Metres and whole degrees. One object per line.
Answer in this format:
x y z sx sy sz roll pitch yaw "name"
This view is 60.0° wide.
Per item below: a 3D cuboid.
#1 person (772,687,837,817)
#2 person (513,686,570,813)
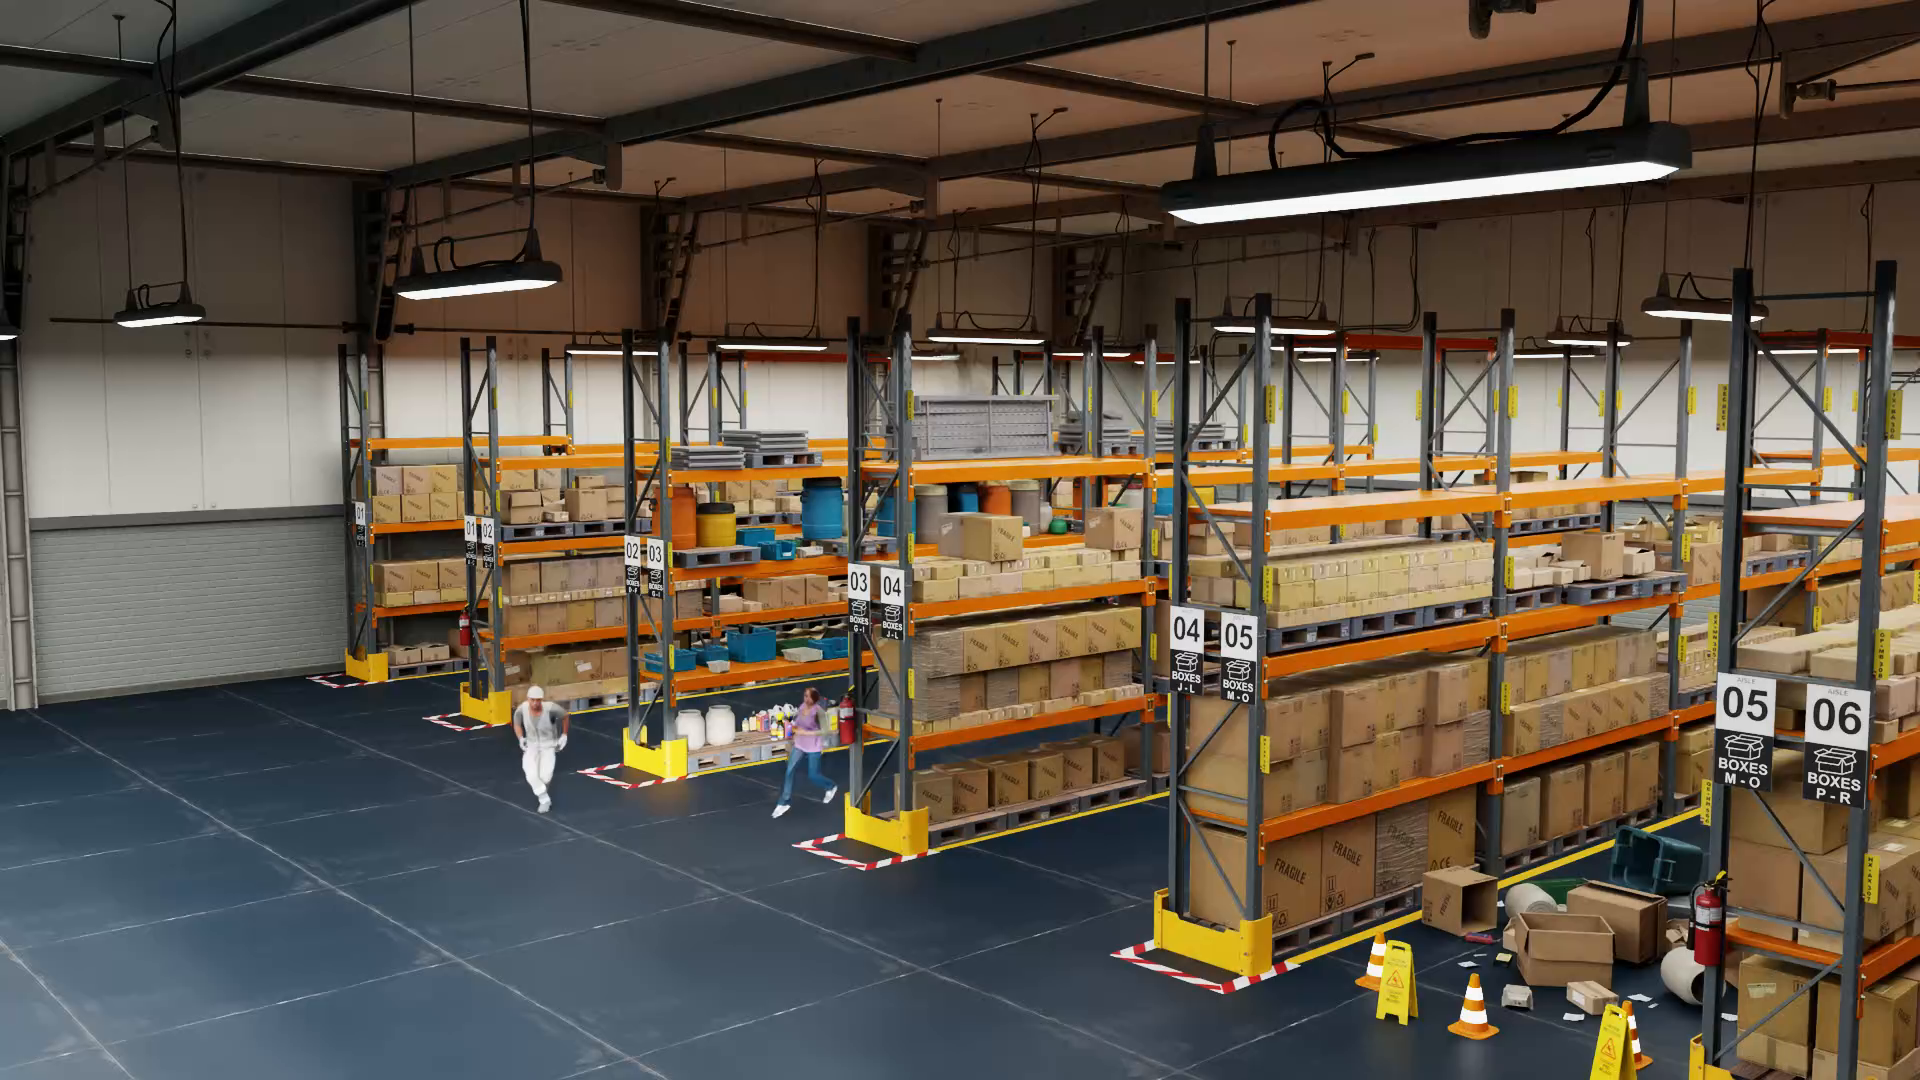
-1.836 2.571 20.368 0.576 1.588 0.855 4 6 35 "person"
-5.137 2.545 20.473 0.663 1.626 0.944 0 5 -5 "person"
